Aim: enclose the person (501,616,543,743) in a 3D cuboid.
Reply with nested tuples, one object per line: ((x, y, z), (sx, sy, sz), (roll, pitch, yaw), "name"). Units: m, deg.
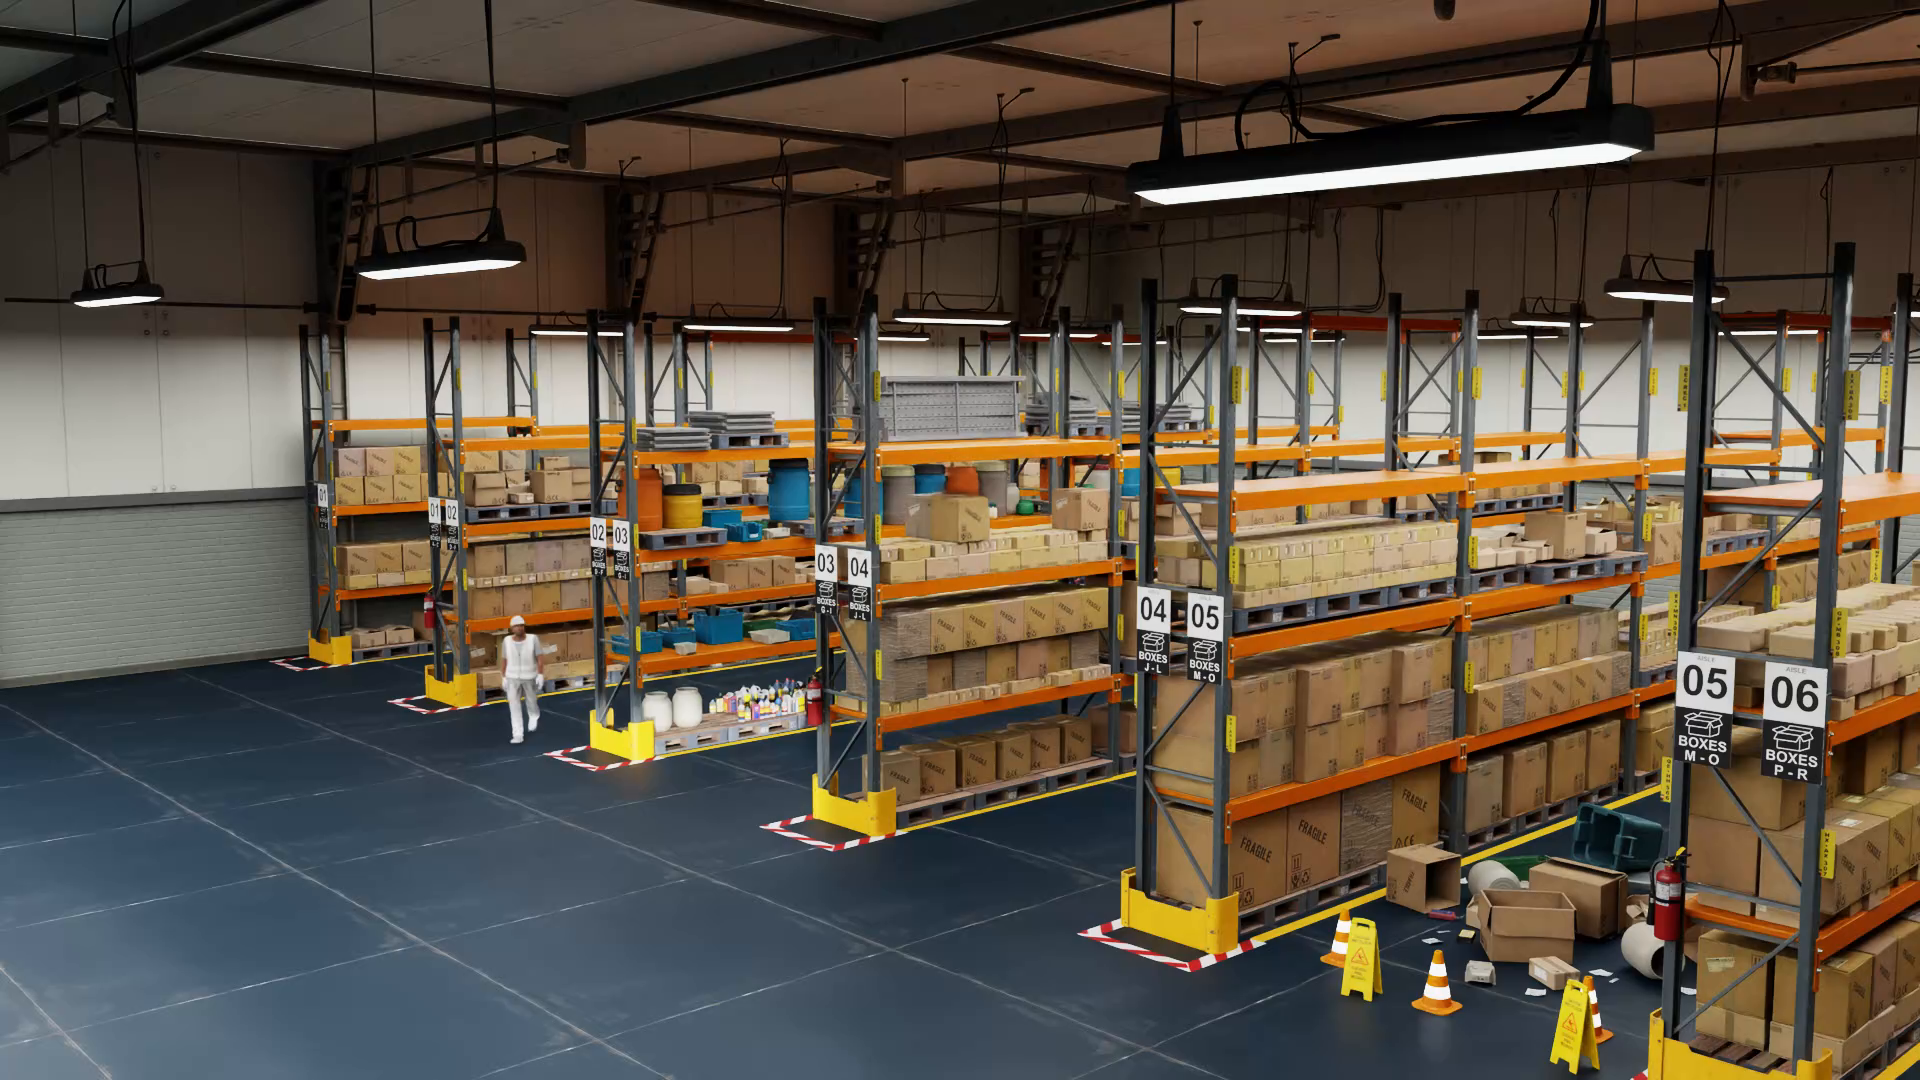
((-6.136, 1.924, 23.341), (0.574, 1.761, 0.852), (0, 6, -4), "person")
